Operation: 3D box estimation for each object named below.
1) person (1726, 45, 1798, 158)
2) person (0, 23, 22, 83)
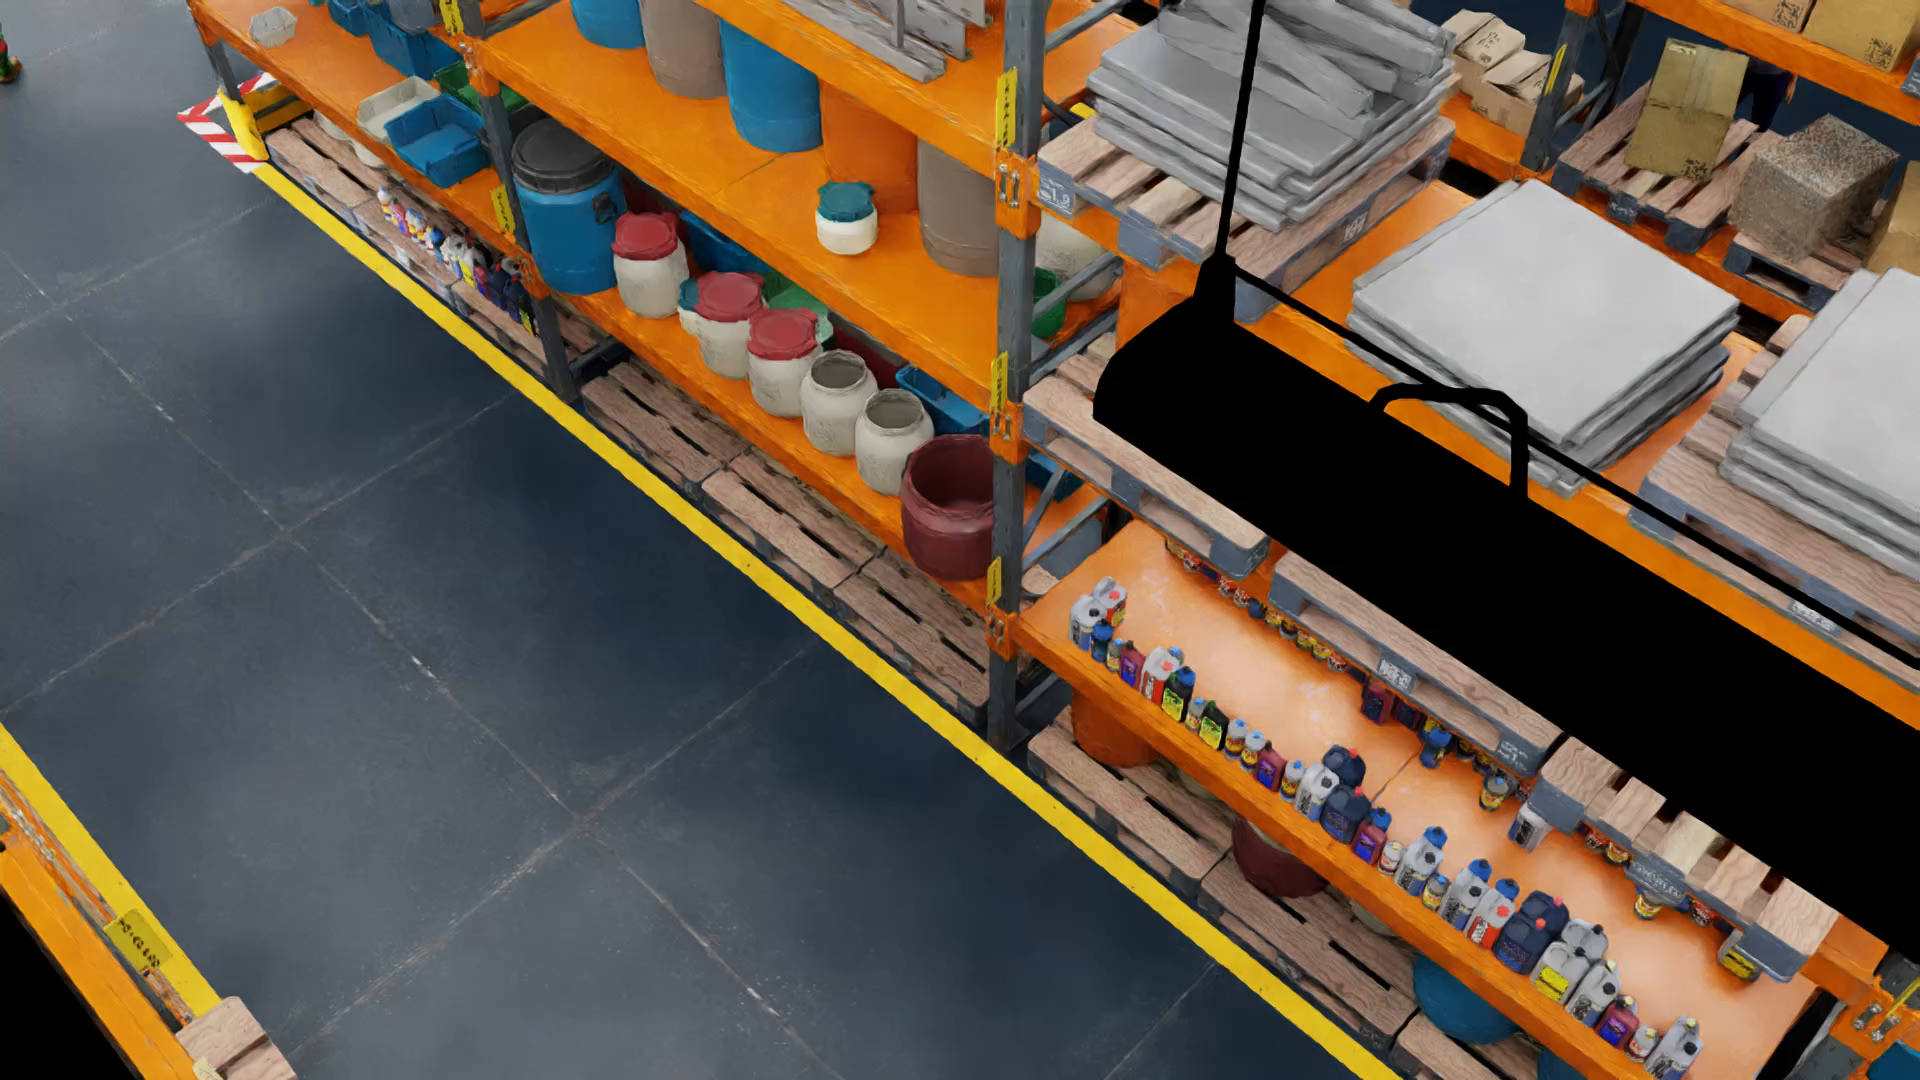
[{"bbox_3d":[5.765,-3.320,12.082,0.579,1.658,0.445,12,51,10],"label":"person"},{"bbox_3d":[-7.768,-4.332,12.867,0.587,1.780,0.573,-8,51,-7],"label":"person"}]
